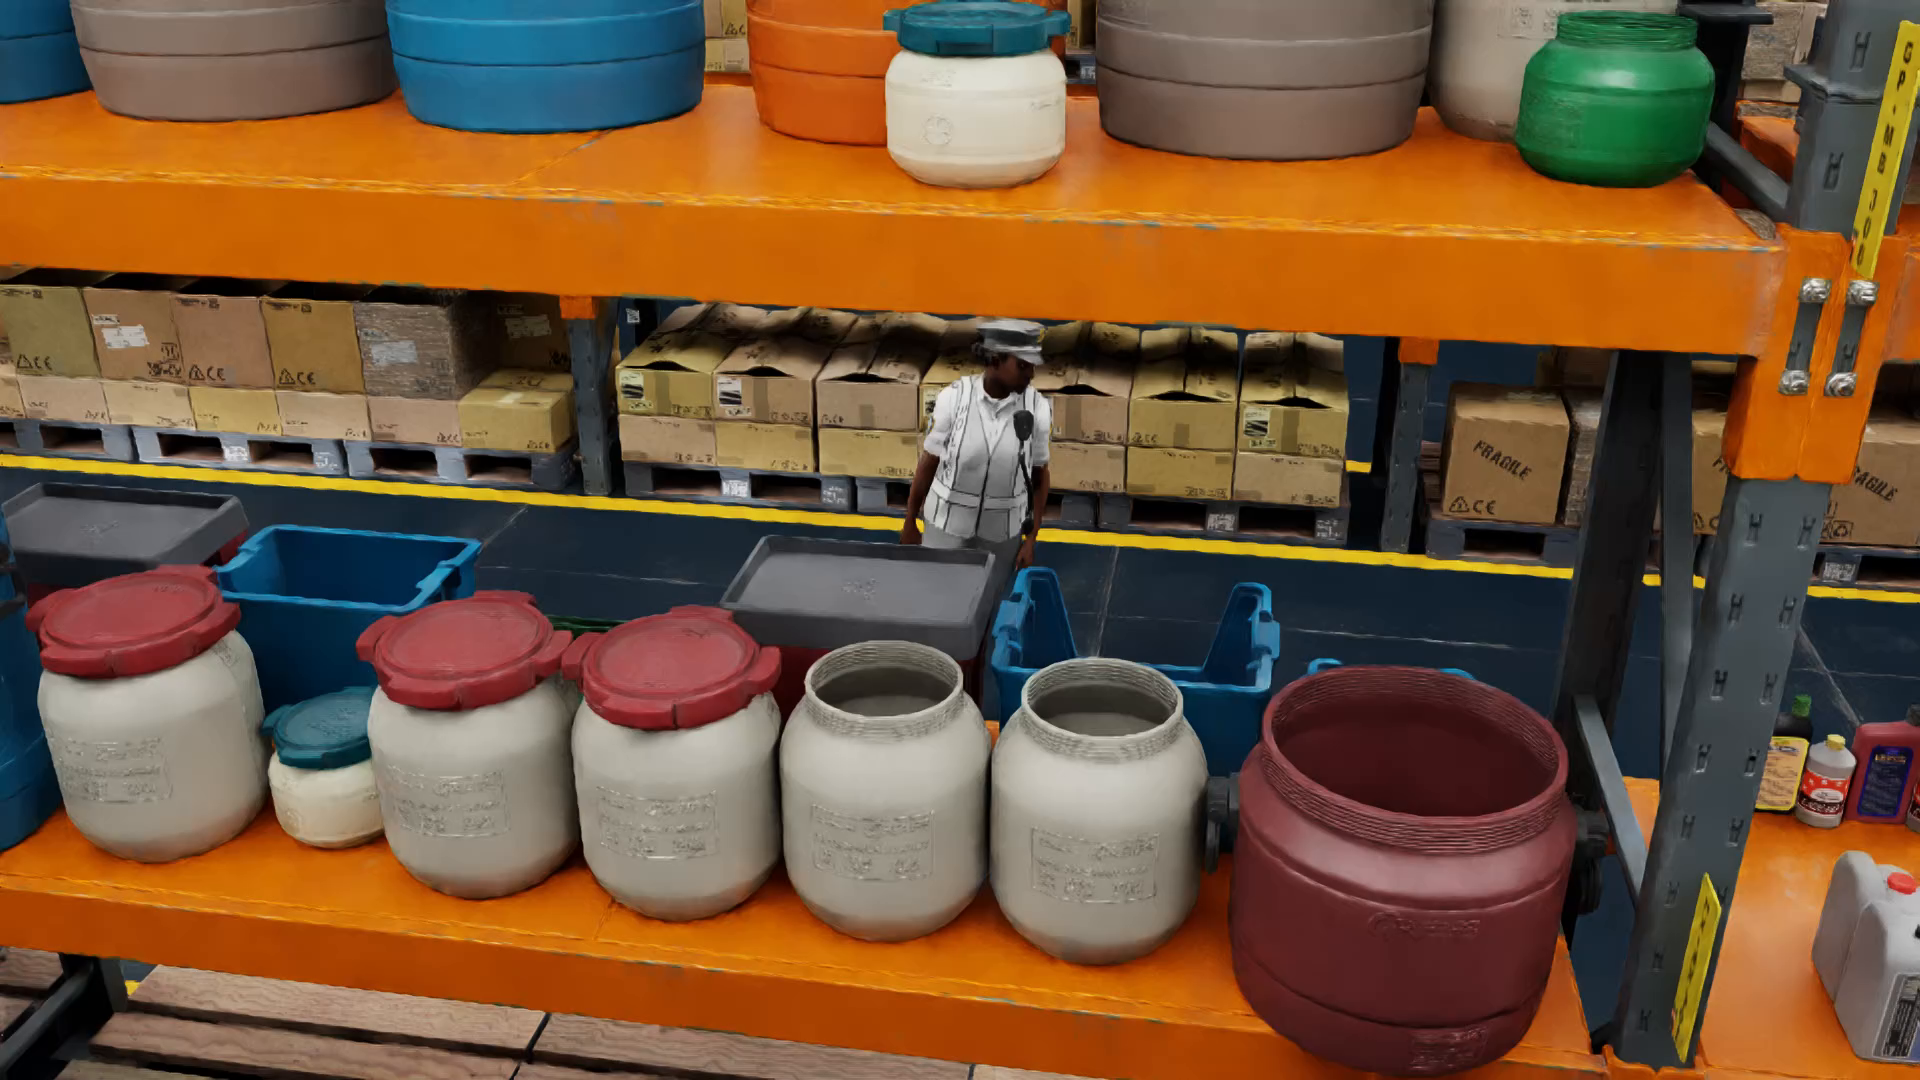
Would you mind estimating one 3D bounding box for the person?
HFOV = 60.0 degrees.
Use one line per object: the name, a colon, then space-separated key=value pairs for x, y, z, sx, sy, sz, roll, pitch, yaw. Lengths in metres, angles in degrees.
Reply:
person: x=0.001 y=0.006 z=6.076 sx=0.664 sy=1.656 sz=0.438 roll=0 pitch=25 yaw=0
